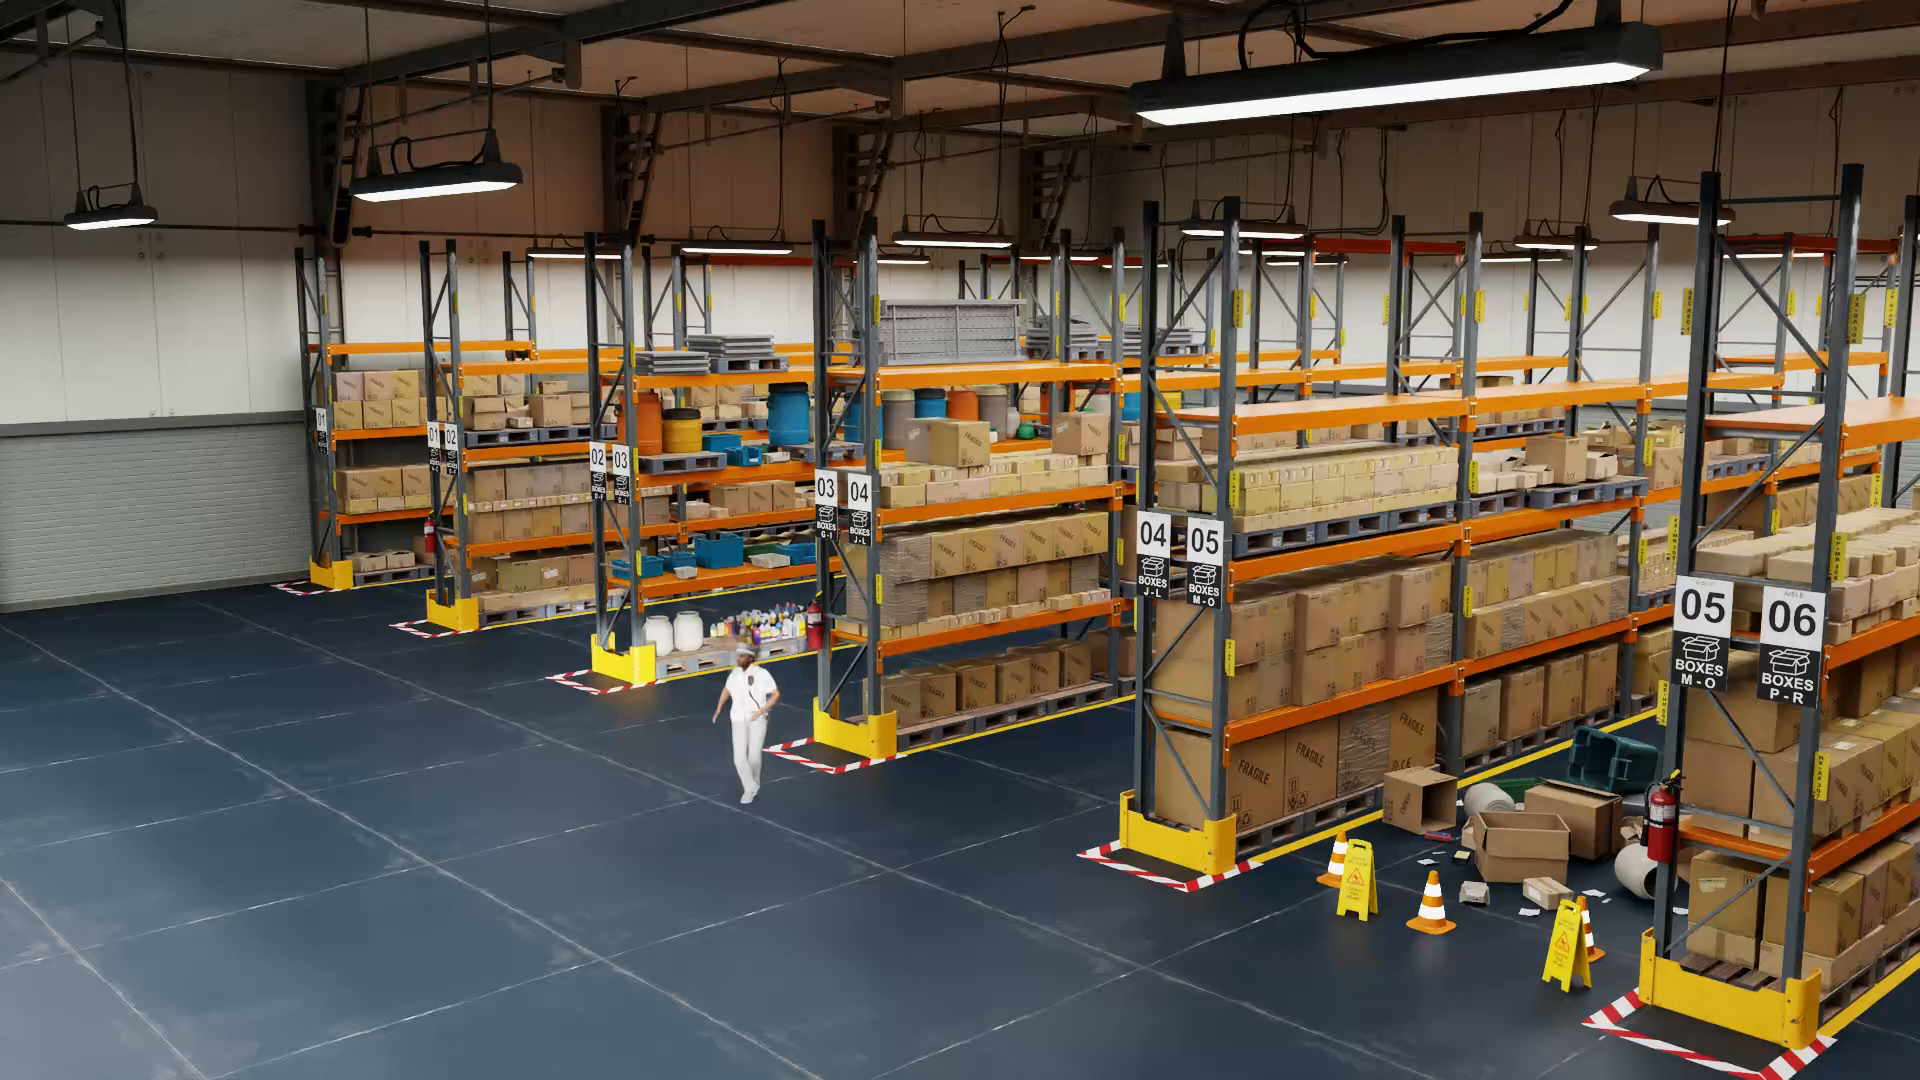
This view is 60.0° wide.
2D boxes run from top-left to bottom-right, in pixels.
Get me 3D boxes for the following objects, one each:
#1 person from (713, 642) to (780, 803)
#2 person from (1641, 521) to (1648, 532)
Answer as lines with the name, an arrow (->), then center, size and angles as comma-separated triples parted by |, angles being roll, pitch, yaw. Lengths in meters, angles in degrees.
person -> -2.202, 1.873, 17.095 | 0.688, 1.676, 0.470 | 2, 9, 12
person -> 10.457, 0.572, 25.676 | 0.648, 1.708, 0.621 | 8, 12, 43
